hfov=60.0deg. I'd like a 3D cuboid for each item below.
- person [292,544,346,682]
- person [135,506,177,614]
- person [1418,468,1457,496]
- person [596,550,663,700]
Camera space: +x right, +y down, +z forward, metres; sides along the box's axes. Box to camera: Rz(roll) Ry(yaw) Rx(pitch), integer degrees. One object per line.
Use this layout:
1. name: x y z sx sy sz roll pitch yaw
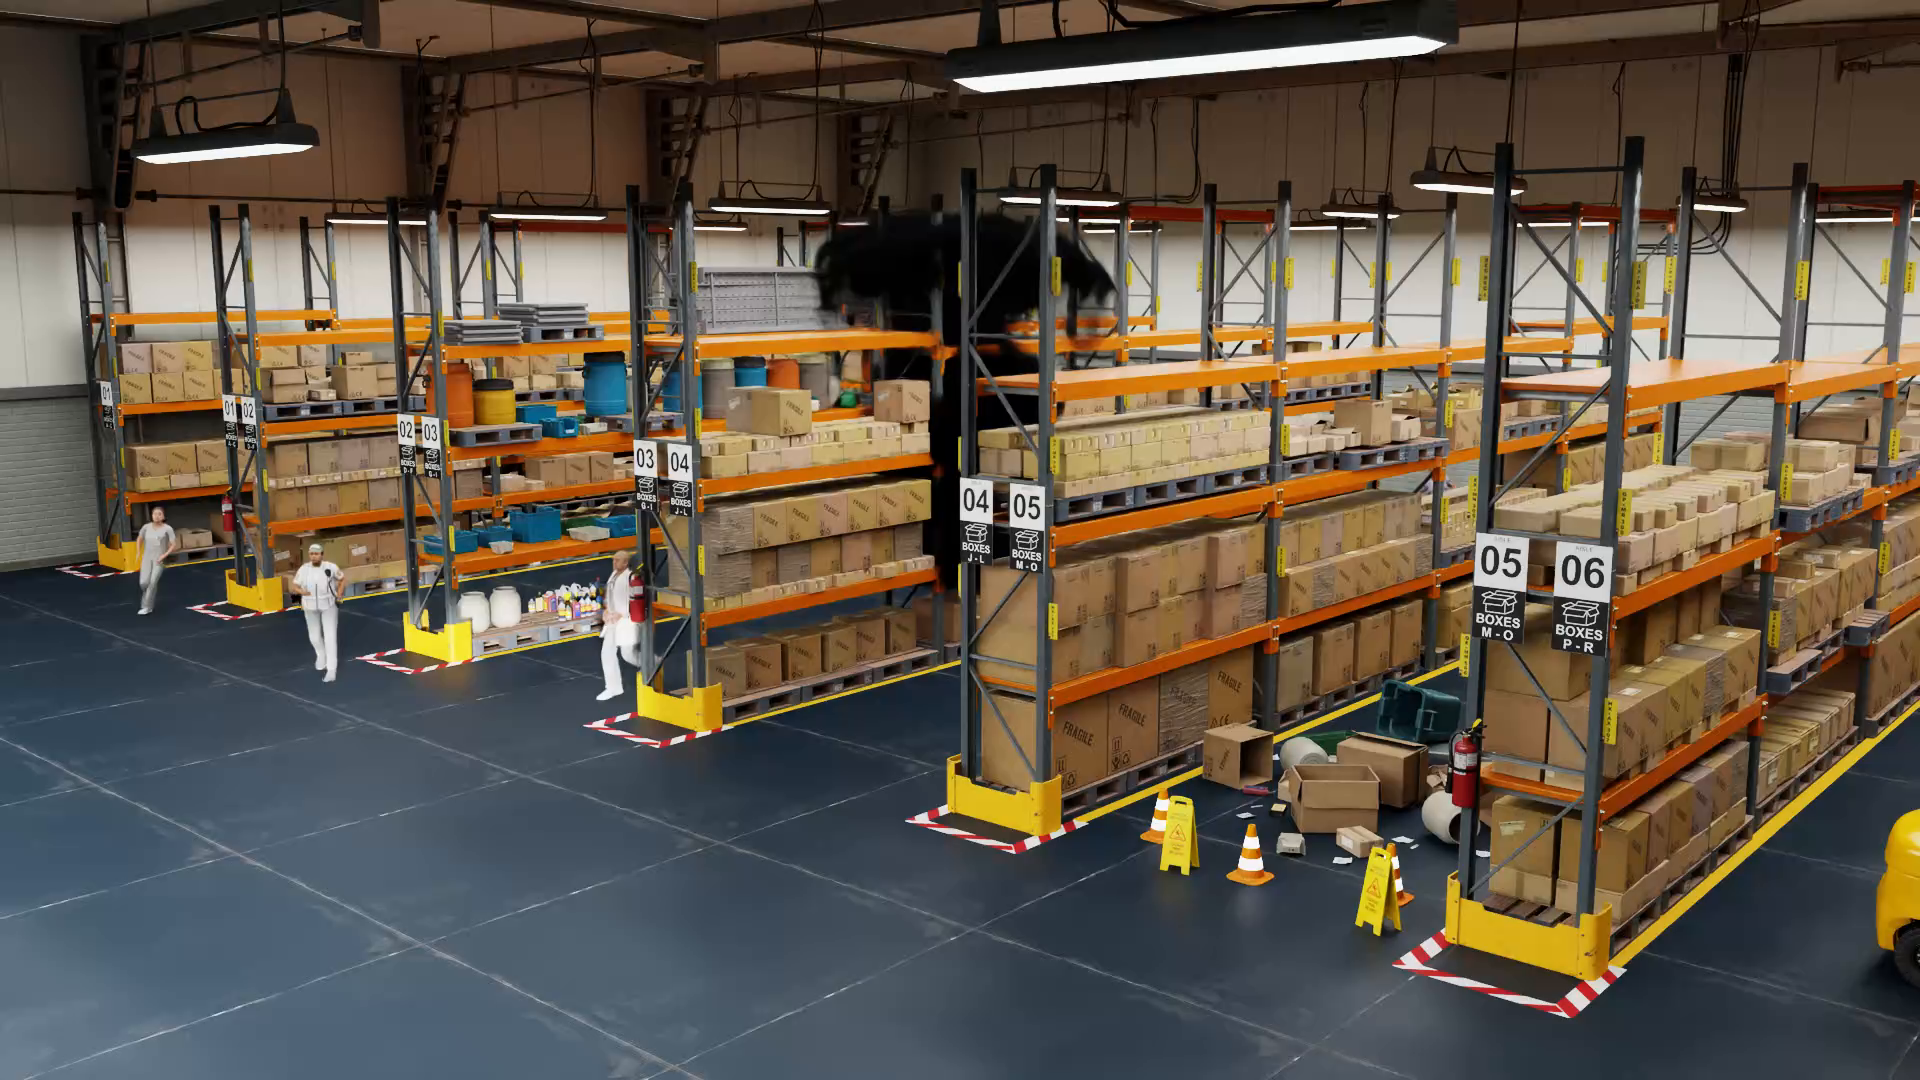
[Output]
1. person: -8.062 0.884 20.951 0.623 1.701 0.822 -2 10 -14
2. person: -11.910 0.303 24.612 0.597 1.596 0.517 -2 10 -10
3. person: 8.674 -0.593 29.987 0.805 1.561 0.810 1 10 6
4. person: -4.010 0.993 20.012 0.728 1.771 0.919 8 13 41
